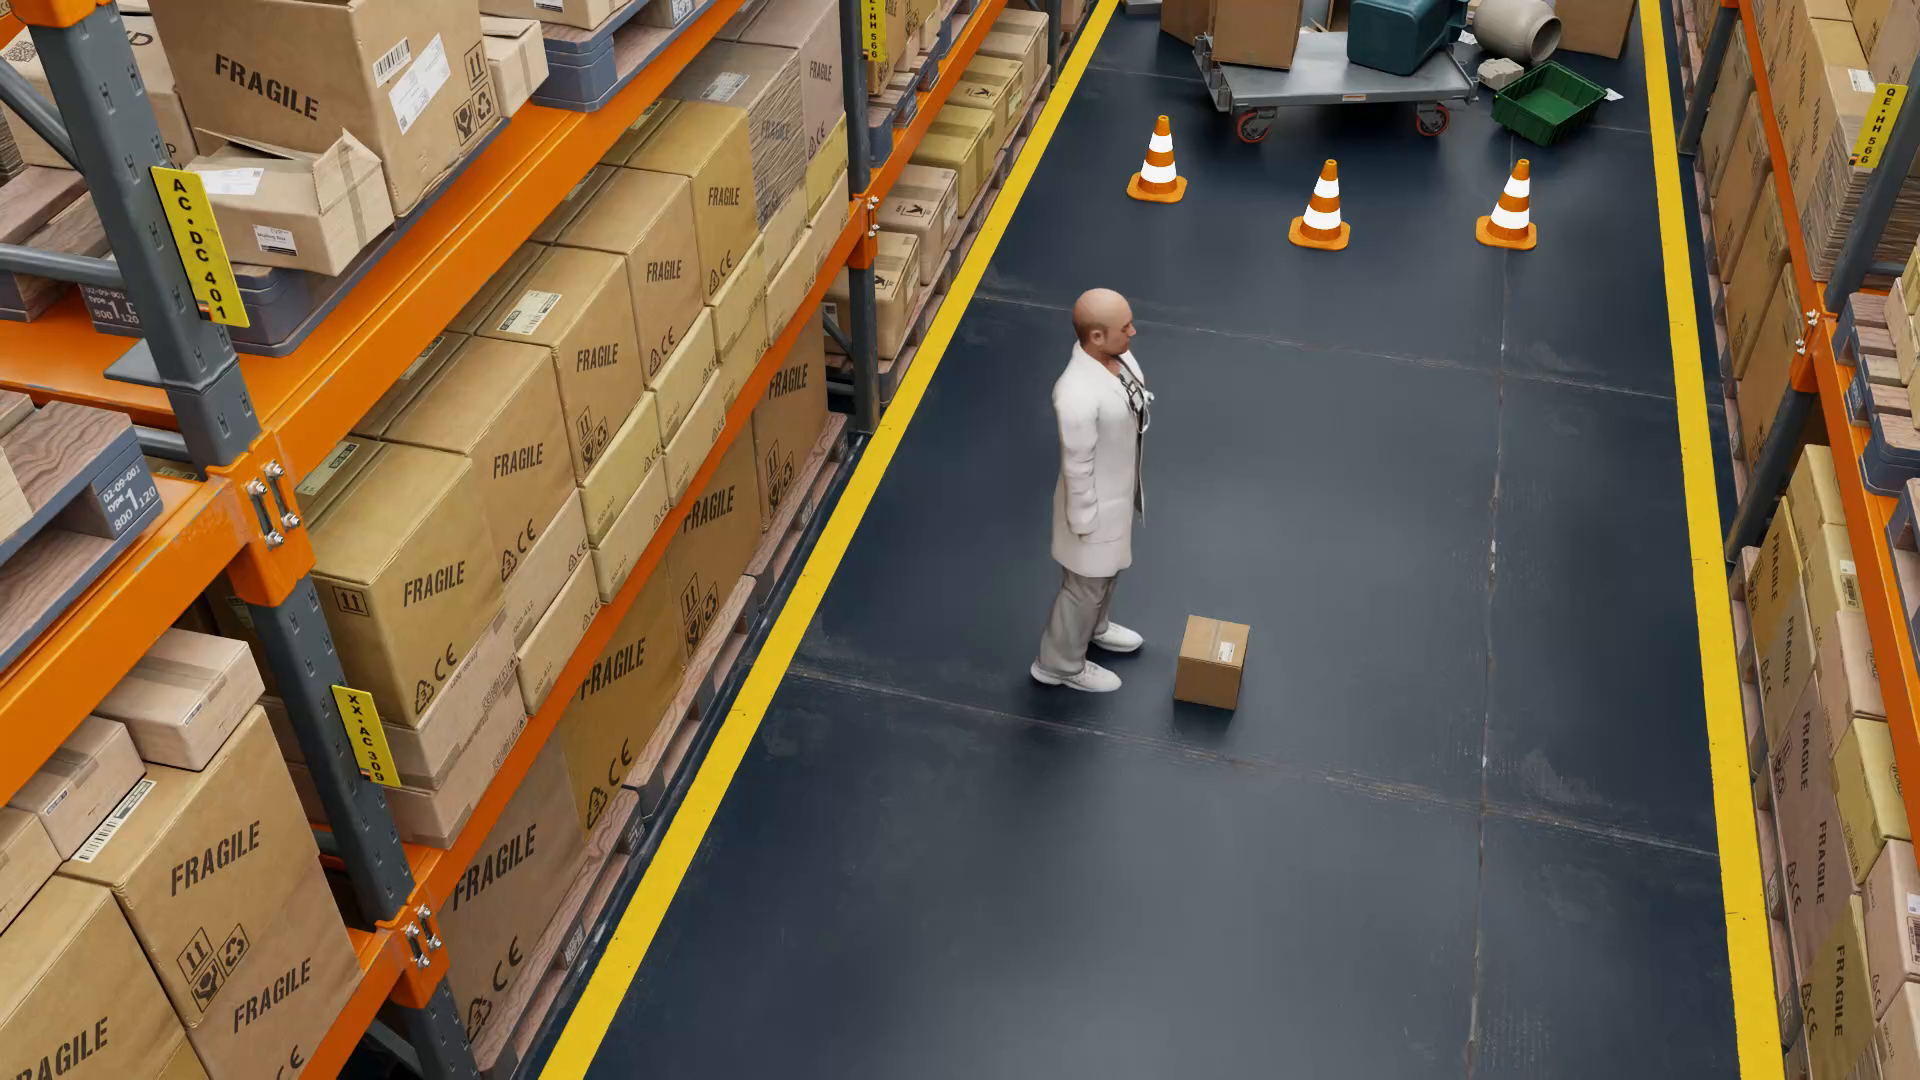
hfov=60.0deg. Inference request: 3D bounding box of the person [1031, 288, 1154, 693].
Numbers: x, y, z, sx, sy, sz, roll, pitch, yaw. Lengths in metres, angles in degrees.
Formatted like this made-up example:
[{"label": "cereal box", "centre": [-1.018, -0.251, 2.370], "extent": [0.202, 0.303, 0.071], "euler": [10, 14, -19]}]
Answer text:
[{"label": "person", "centre": [0.538, -0.179, 6.395], "extent": [0.411, 1.794, 0.562], "euler": [11, 42, 13]}]
